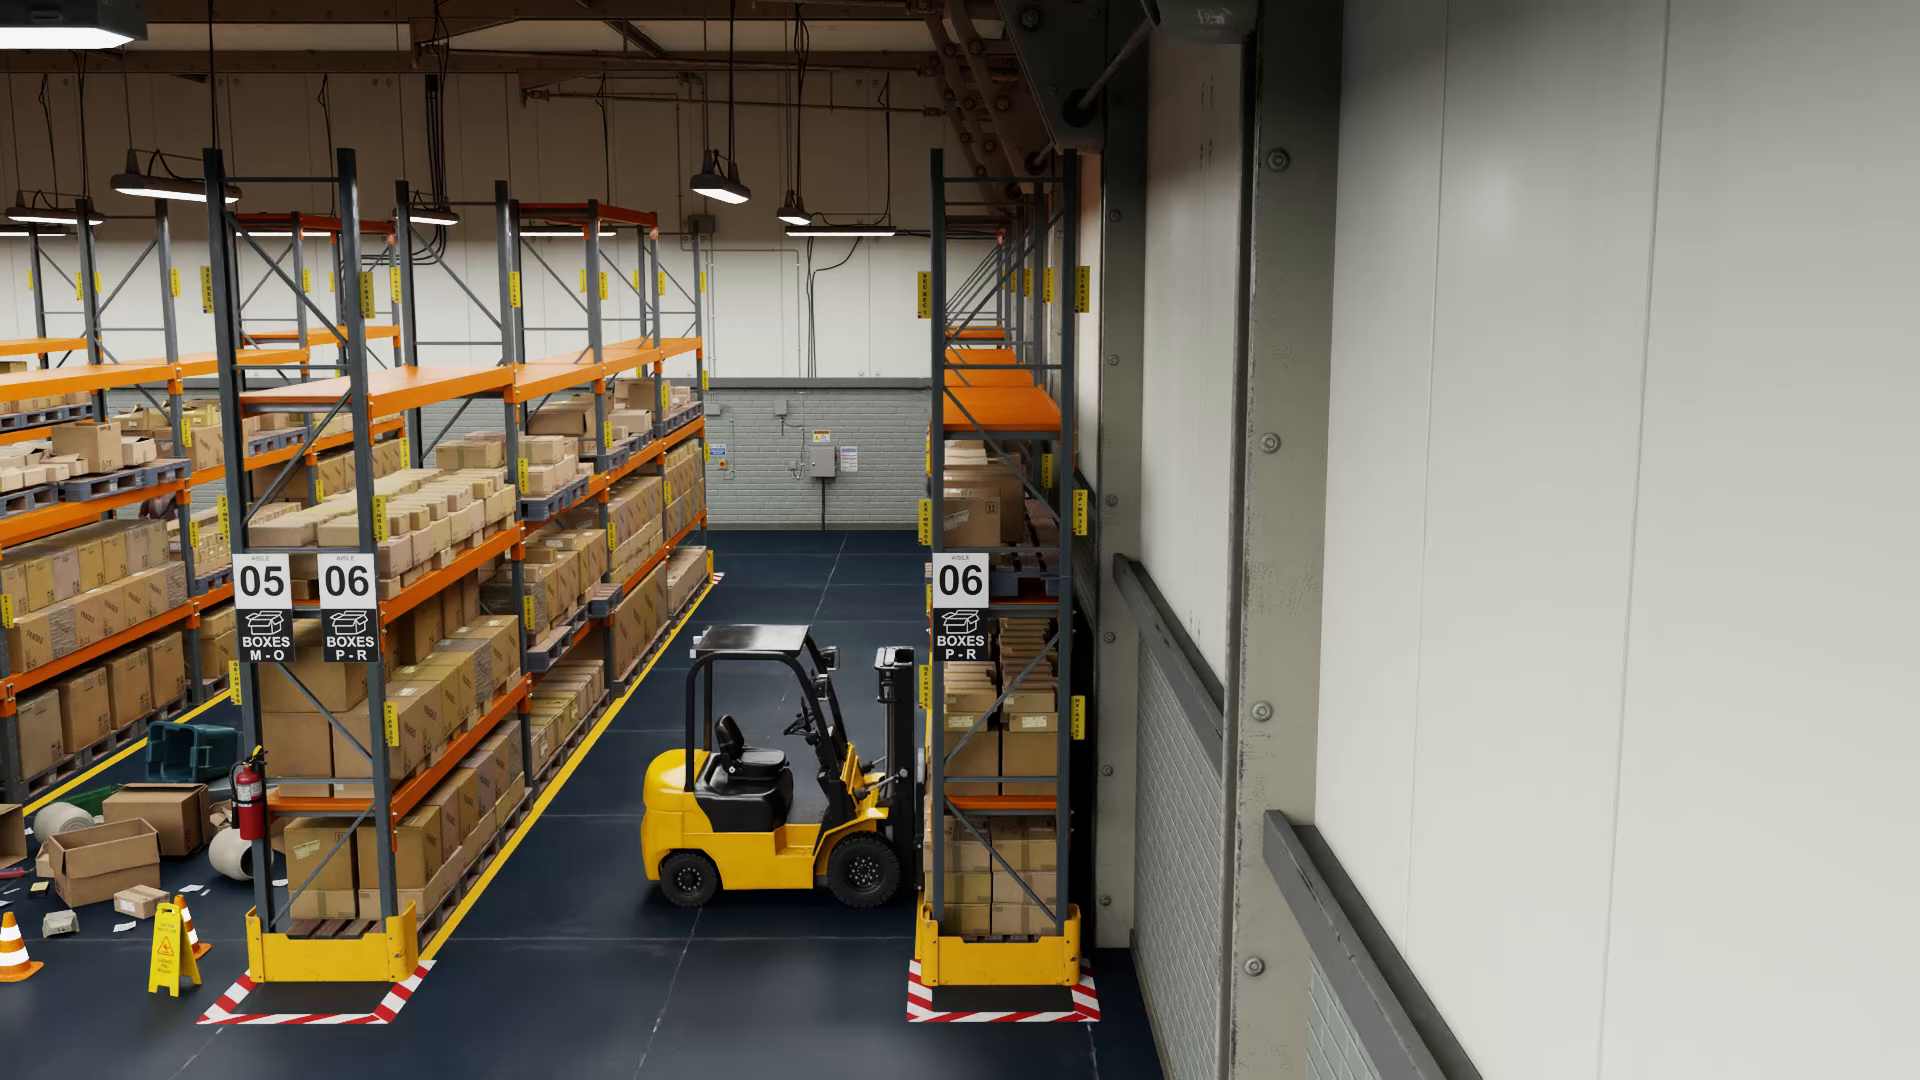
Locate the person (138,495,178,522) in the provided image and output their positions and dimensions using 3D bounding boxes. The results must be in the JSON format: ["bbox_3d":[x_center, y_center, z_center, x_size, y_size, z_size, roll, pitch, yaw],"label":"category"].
[{"bbox_3d":[-13.313,-0.117,27.790,0.738,1.734,0.616,-3,10,-18],"label":"person"}]
